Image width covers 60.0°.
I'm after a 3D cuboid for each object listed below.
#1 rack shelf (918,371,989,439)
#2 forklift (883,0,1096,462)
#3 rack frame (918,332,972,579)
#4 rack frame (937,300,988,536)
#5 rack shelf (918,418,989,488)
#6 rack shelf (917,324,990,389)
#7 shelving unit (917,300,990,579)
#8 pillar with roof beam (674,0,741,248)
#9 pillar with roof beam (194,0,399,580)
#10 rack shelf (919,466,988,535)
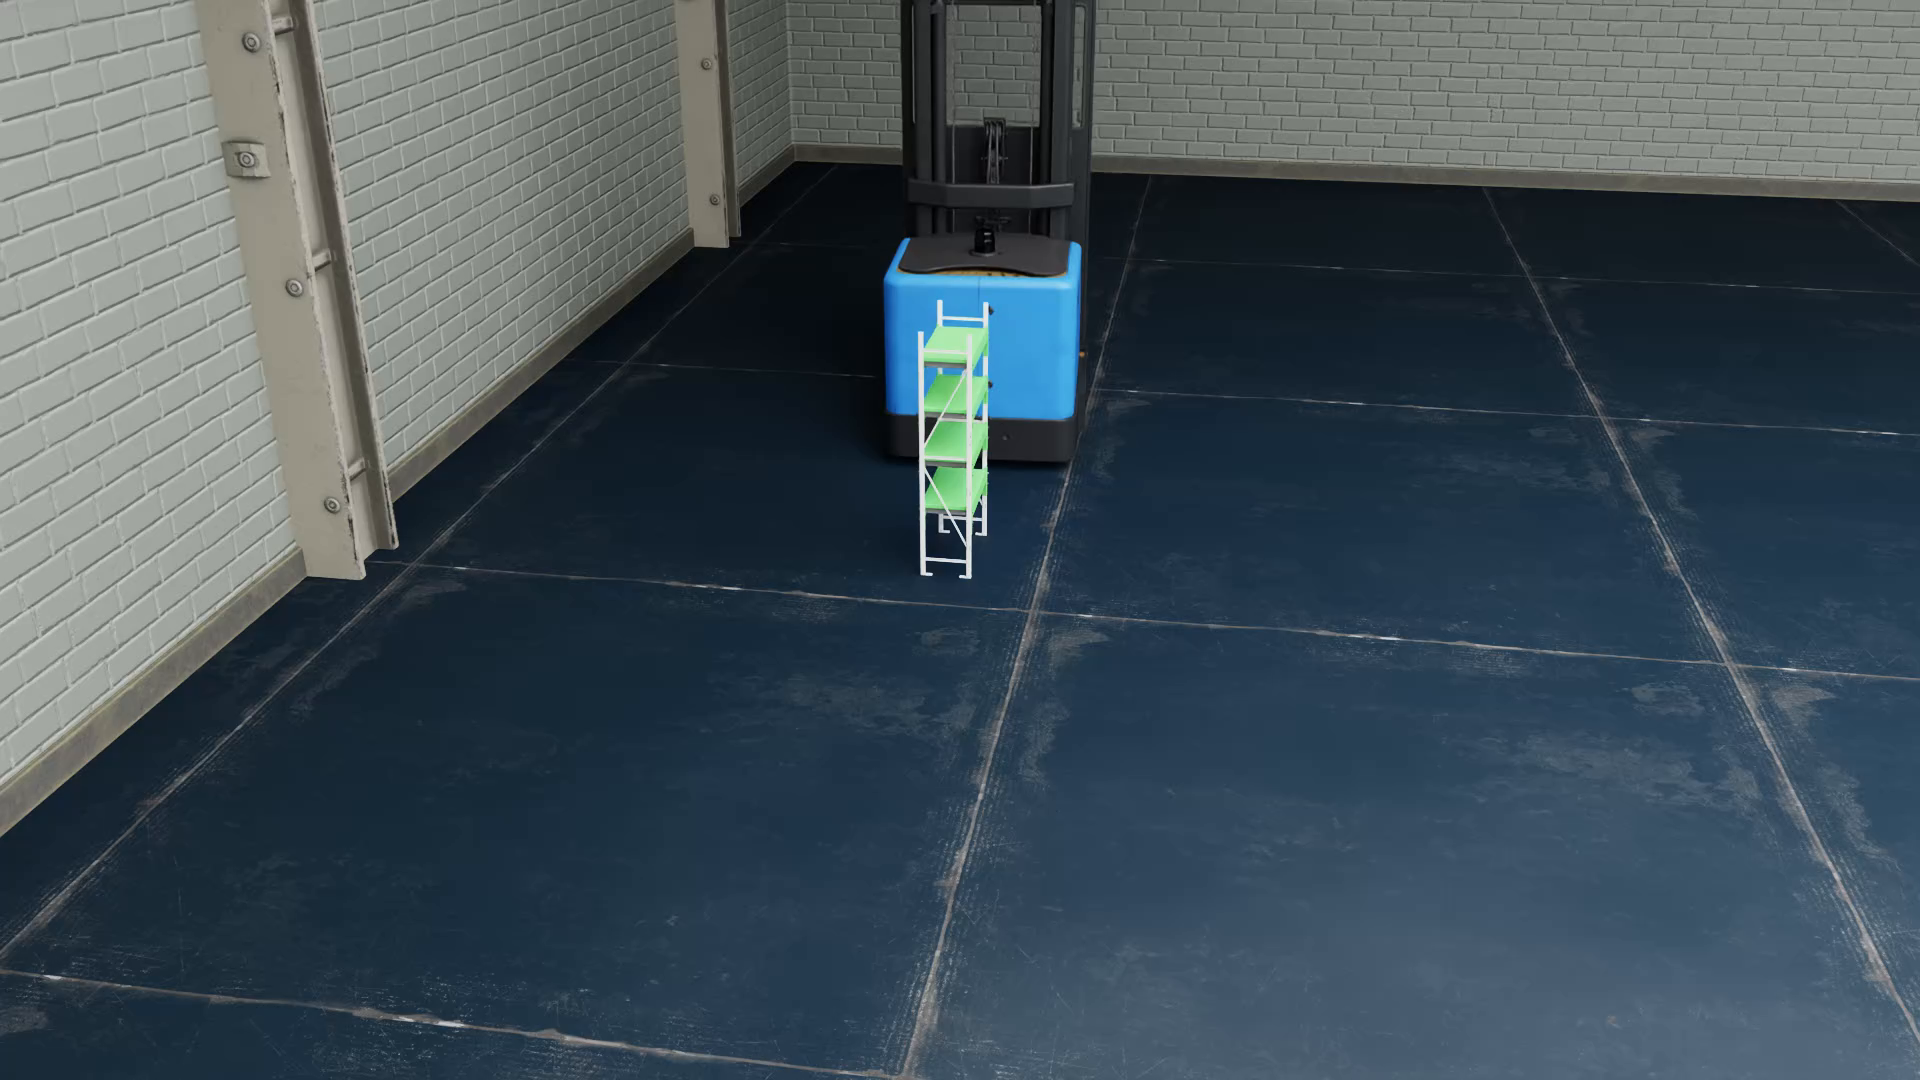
[{"bbox_3d":[-0.027,-0.634,7.773,0.258,0.148,0.480,4,25,9],"label":"rack shelf"},{"bbox_3d":[0.236,-2.339,9.789,1.130,2.935,3.031,2,25,5],"label":"forklift"},{"bbox_3d":[-0.067,-0.372,7.630,0.240,1.200,0.015,4,25,9],"label":"rack frame"},{"bbox_3d":[0.013,-0.576,8.066,0.240,1.200,0.015,4,25,9],"label":"rack frame"},{"bbox_3d":[-0.027,-0.416,7.875,0.258,0.148,0.480,4,25,9],"label":"rack shelf"},{"bbox_3d":[-0.027,-0.851,7.671,0.258,0.148,0.480,4,25,9],"label":"rack shelf"},{"bbox_3d":[-0.027,-0.474,7.848,0.258,1.200,0.503,4,25,9],"label":"shelving unit"},{"bbox_3d":[2.281,-6.191,10.862,9.100,9.000,0.400,4,25,9],"label":"pillar with roof beam"},{"bbox_3d":[1.300,-3.682,5.501,9.100,9.000,0.400,4,25,9],"label":"pillar with roof beam"},{"bbox_3d":[-0.027,-0.199,7.977,0.258,0.148,0.480,4,25,9],"label":"rack shelf"}]
